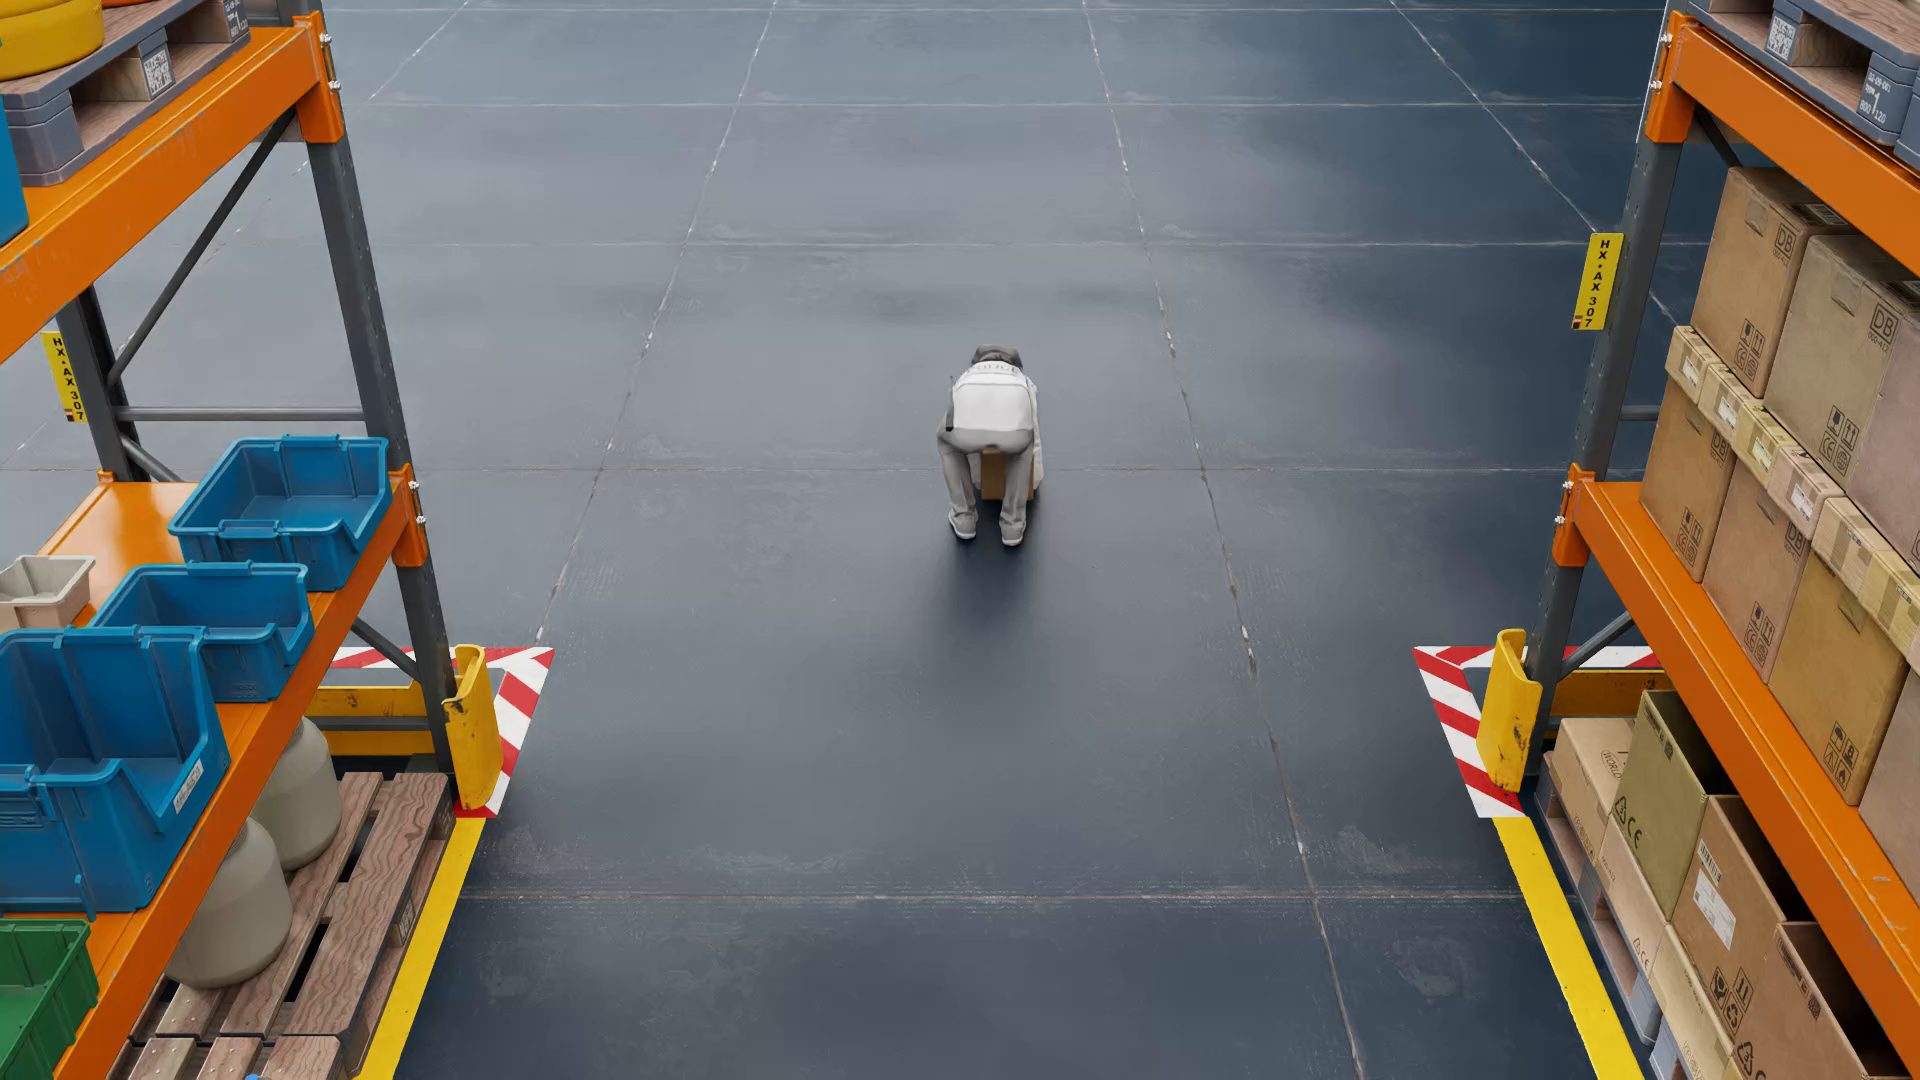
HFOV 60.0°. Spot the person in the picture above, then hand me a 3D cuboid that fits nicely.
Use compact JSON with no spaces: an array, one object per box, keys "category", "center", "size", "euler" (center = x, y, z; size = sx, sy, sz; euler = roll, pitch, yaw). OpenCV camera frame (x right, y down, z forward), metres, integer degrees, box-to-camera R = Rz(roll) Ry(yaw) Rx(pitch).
[{"category":"person","center":[0.152,-0.465,7.685],"size":[0.523,0.841,0.888],"euler":[-1,32,-2]}]
